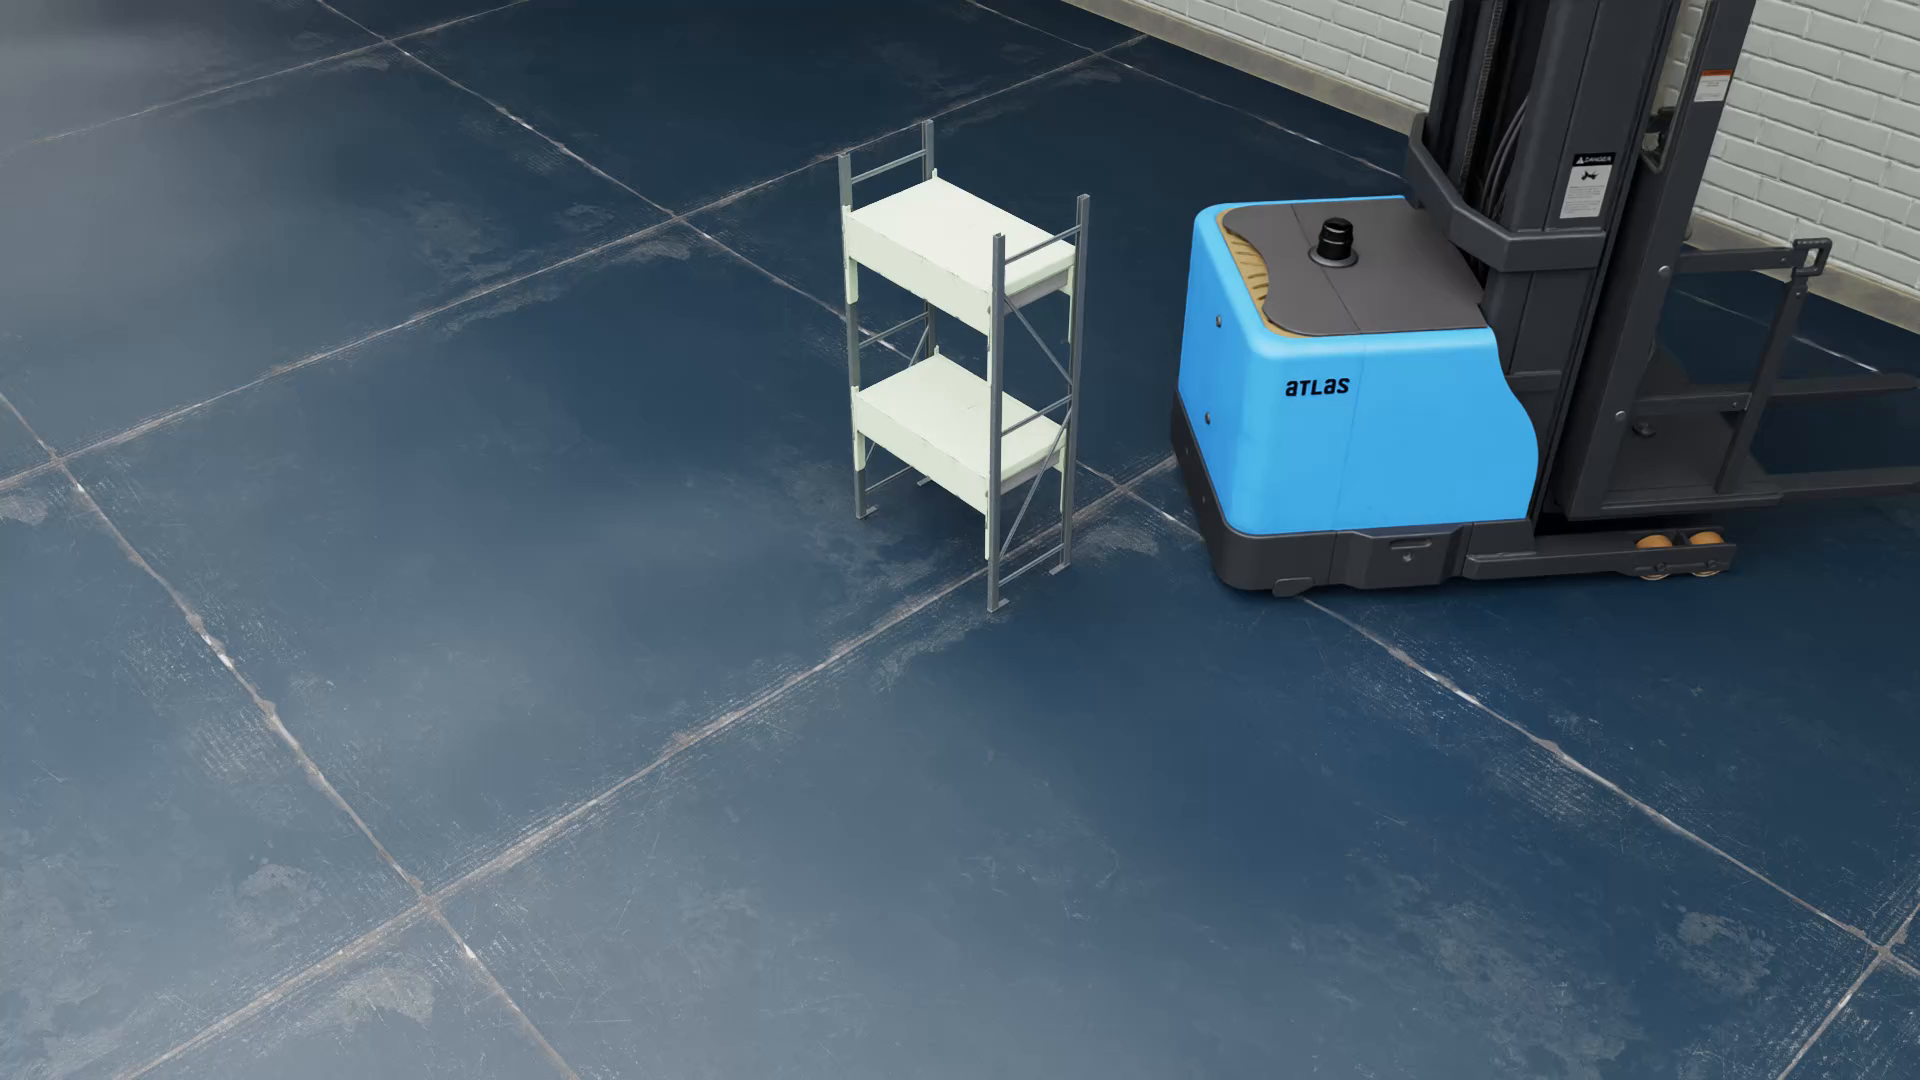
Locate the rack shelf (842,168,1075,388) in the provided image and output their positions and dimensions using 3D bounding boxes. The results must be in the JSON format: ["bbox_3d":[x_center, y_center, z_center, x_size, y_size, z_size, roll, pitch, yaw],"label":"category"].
[{"bbox_3d":[0.005,-0.884,5.530,0.431,0.370,0.720,-30,48,-32],"label":"rack shelf"}]

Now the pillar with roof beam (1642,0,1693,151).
[{"bbox_3d":[-0.100,-3.285,3.156,9.100,9.000,0.400,-30,48,-32],"label":"pillar with roof beam"}]

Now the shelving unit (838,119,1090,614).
[{"bbox_3d":[0.005,-0.580,5.775,0.431,1.500,0.755,-30,48,-32],"label":"shelving unit"}]

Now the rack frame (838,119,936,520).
[{"bbox_3d":[-0.243,-0.750,5.985,0.400,1.500,0.023,-30,48,-32],"label":"rack frame"}]

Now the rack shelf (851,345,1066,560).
[{"bbox_3d":[0.005,-0.327,5.980,0.431,0.370,0.720,-30,48,-32],"label":"rack shelf"}]

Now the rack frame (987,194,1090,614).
[{"bbox_3d":[0.252,-0.411,5.565,0.400,1.500,0.023,-30,48,-32],"label":"rack frame"}]

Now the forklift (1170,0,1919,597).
[{"bbox_3d":[2.388,-1.323,5.555,3.031,2.935,1.130,-4,39,-5],"label":"forklift"}]
